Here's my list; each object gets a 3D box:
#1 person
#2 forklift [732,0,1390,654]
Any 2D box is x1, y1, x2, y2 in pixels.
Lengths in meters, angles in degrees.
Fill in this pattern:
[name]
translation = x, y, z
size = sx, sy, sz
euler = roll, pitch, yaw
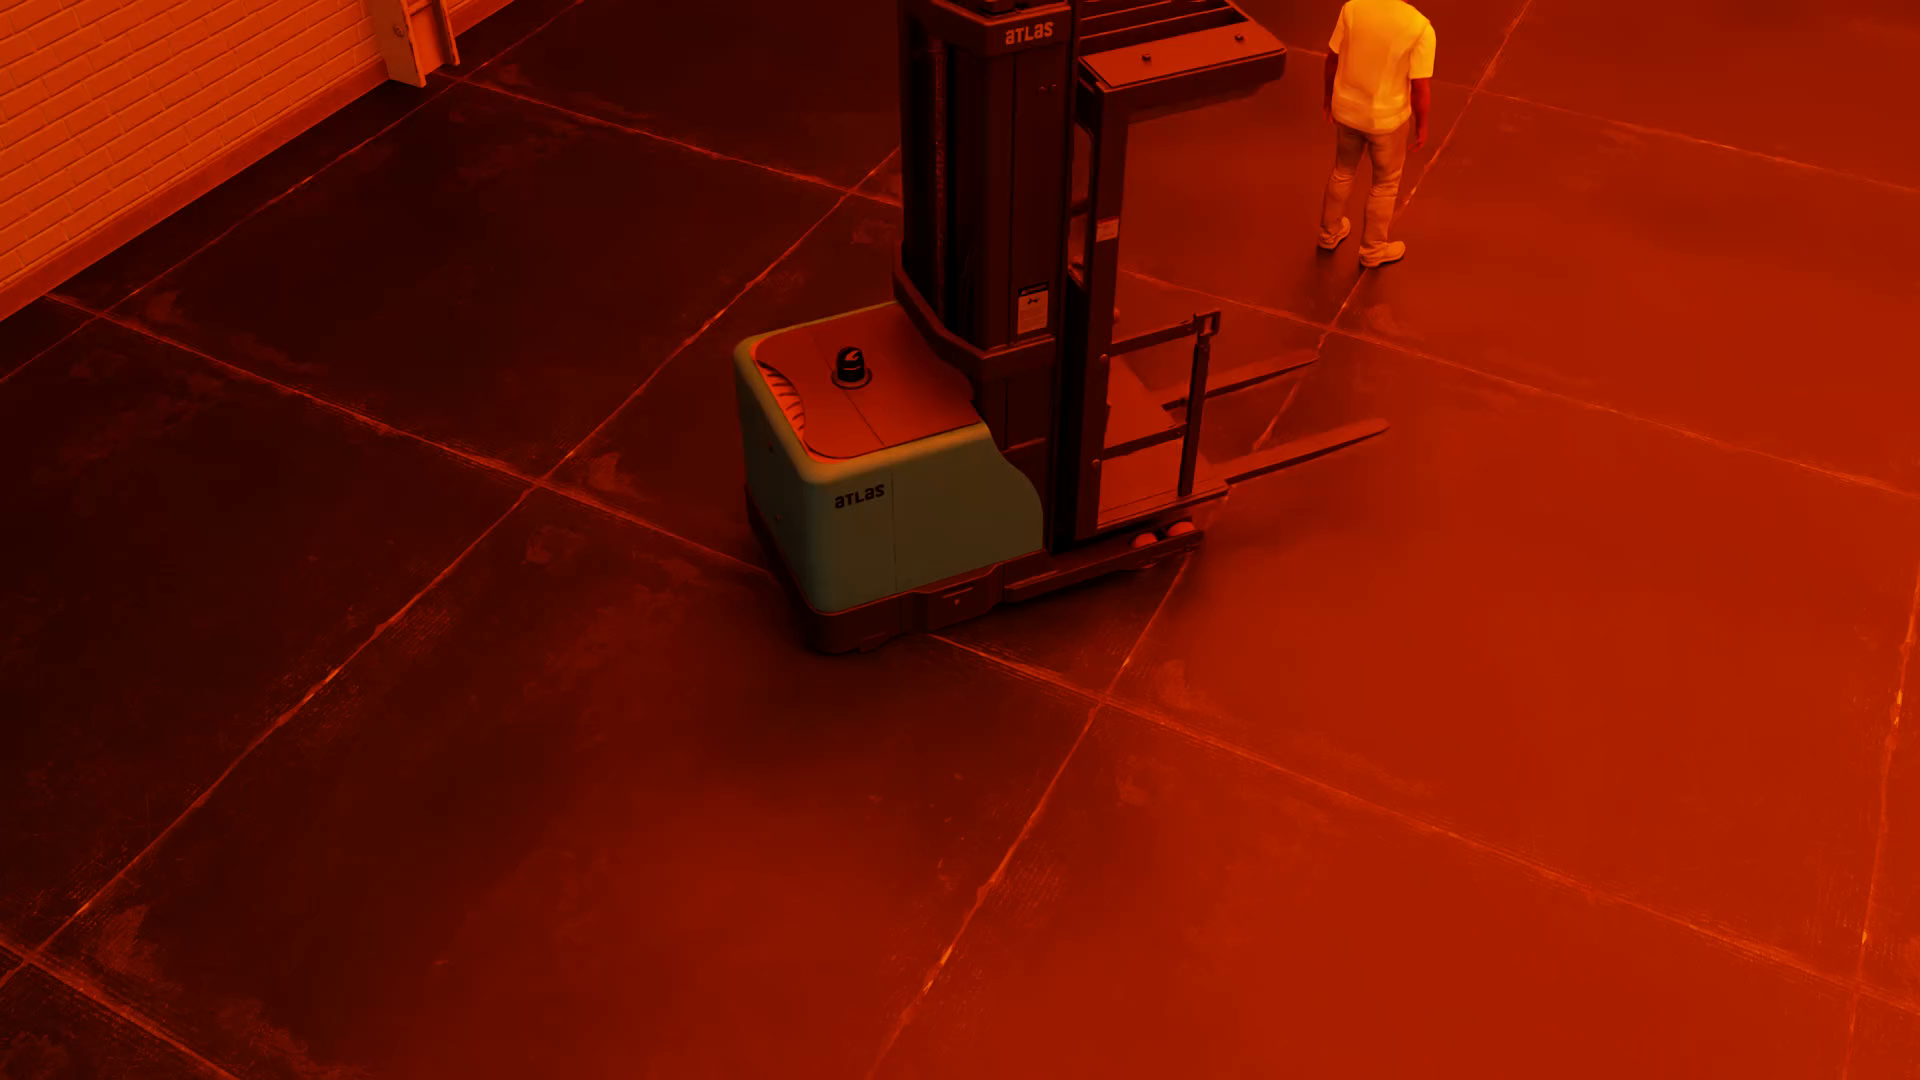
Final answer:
[person]
translation = 2.246, -2.325, 8.980
size = 0.626, 1.759, 0.463
euler = 32, 52, 29
[forklift]
translation = 0.569, -1.249, 6.979
size = 3.031, 2.935, 1.130
euler = -17, 46, -17
